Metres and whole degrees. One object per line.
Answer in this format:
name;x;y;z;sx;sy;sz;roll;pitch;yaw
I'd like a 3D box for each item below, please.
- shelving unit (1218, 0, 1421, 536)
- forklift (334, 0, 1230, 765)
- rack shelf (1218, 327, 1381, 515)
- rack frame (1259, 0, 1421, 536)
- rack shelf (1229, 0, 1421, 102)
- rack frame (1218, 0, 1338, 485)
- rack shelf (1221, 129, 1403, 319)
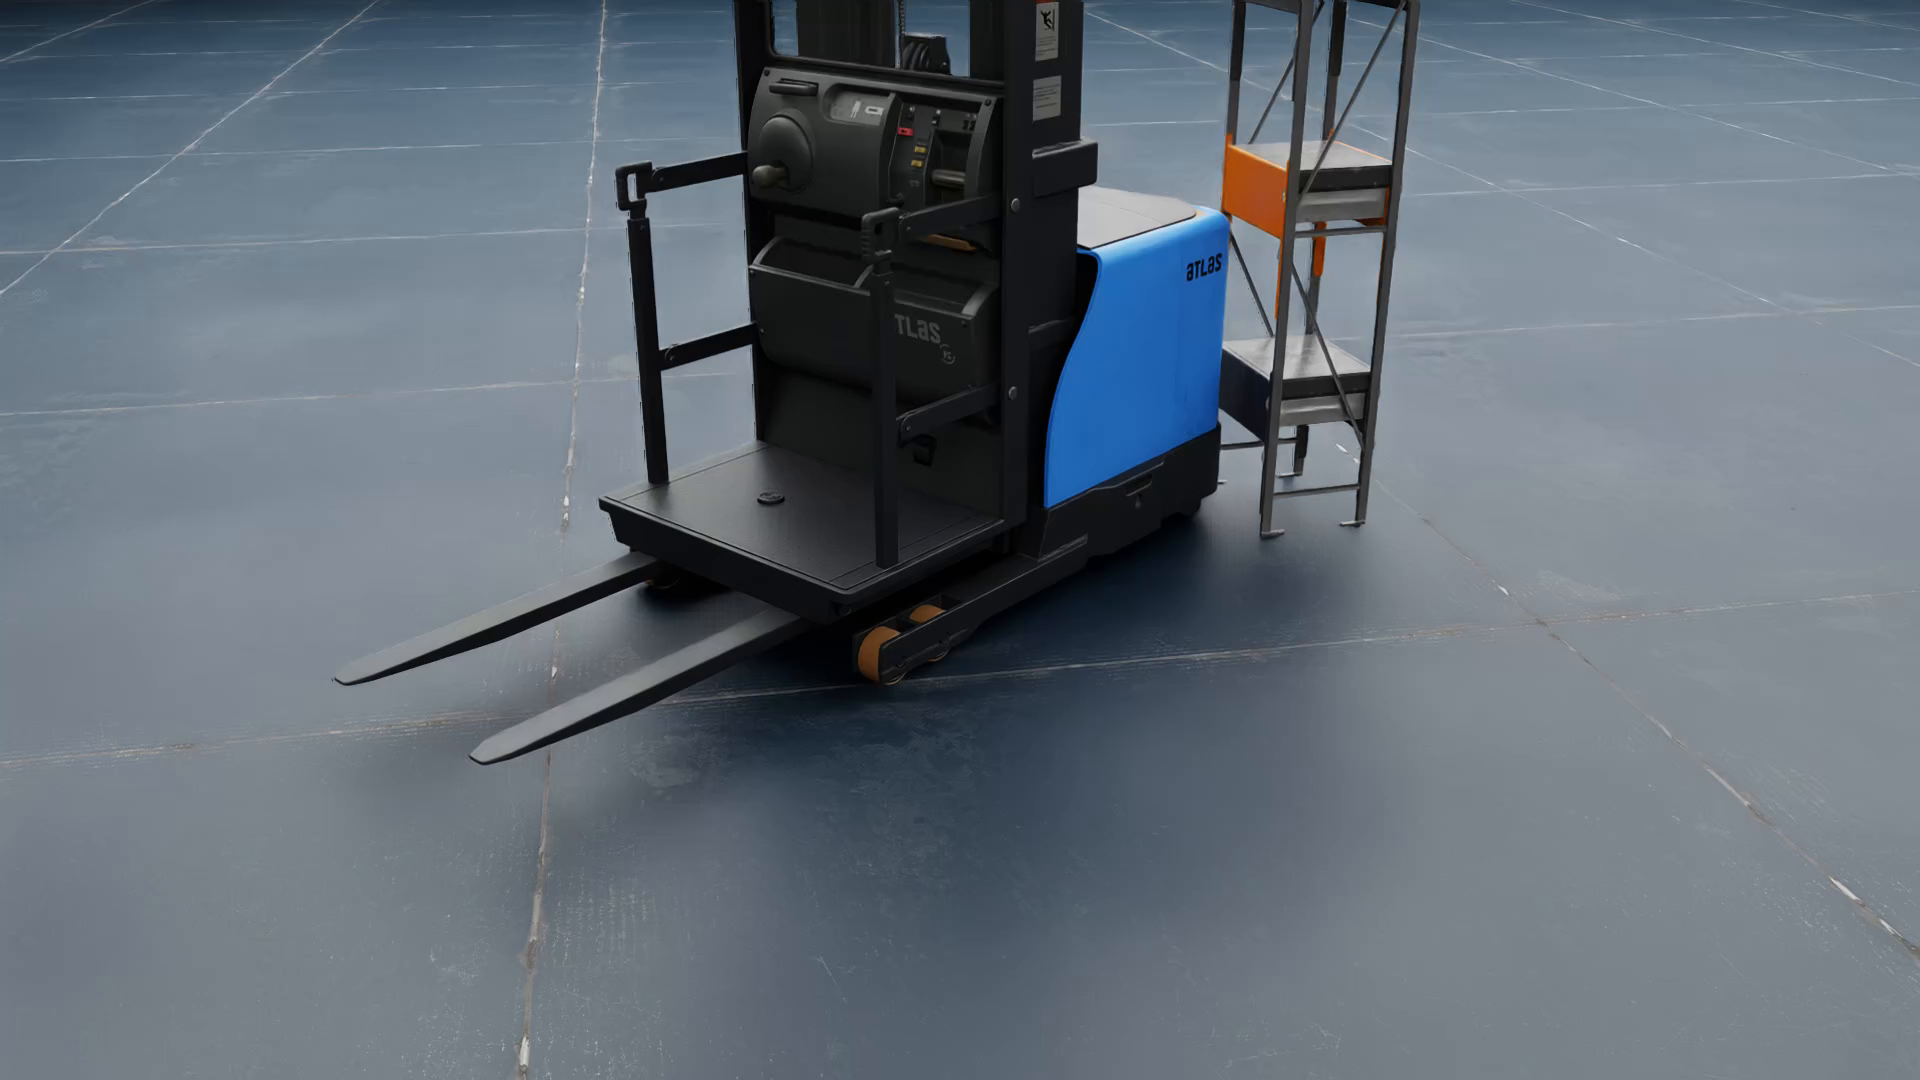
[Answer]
shelving unit;1.172;-1.093;5.628;0.431;2.100;0.503;-6;24;-14
forklift;-0.409;-1.152;4.725;1.130;2.935;3.031;19;30;37
rack shelf;1.172;-0.439;5.914;0.431;0.518;0.480;-6;24;-14
rack frame;1.238;-0.999;5.413;0.400;2.100;0.015;-6;24;-14
rack shelf;1.172;-1.722;5.353;0.431;0.518;0.480;-6;24;-14
rack frame;1.106;-1.187;5.843;0.400;2.100;0.015;-6;24;-14
rack shelf;1.172;-1.080;5.634;0.431;0.518;0.480;-6;24;-14
